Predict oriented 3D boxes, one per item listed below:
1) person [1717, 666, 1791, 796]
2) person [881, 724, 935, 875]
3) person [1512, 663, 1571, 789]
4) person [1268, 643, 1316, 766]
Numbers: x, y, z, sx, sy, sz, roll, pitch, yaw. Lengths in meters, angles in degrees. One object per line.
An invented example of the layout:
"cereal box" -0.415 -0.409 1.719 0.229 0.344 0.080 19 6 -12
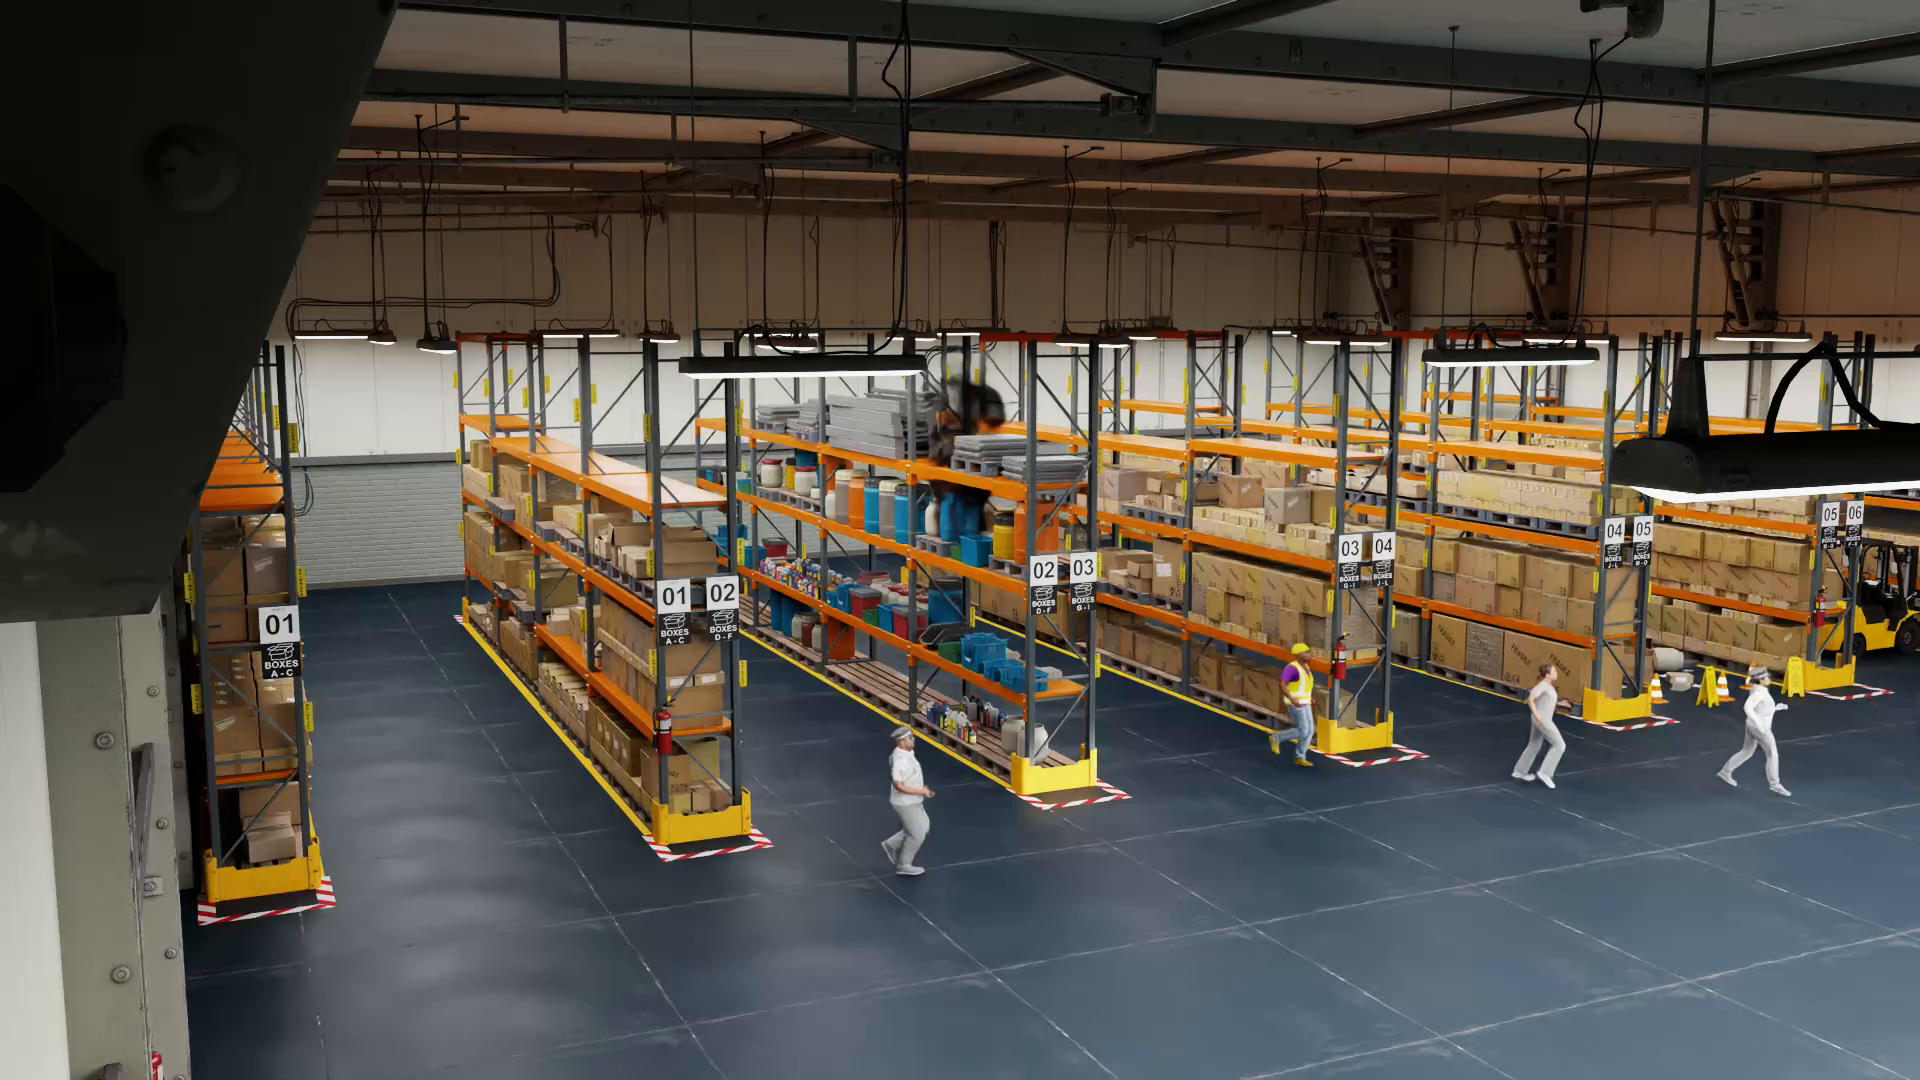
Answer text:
"person" 10.582 2.512 22.042 0.876 1.711 0.599 2 8 11
"person" -0.588 2.937 18.862 0.615 1.733 0.658 0 8 0
"person" 7.877 2.488 22.484 0.726 1.698 0.561 2 8 14
"person" 4.813 2.314 23.635 0.688 1.698 0.749 6 9 36
